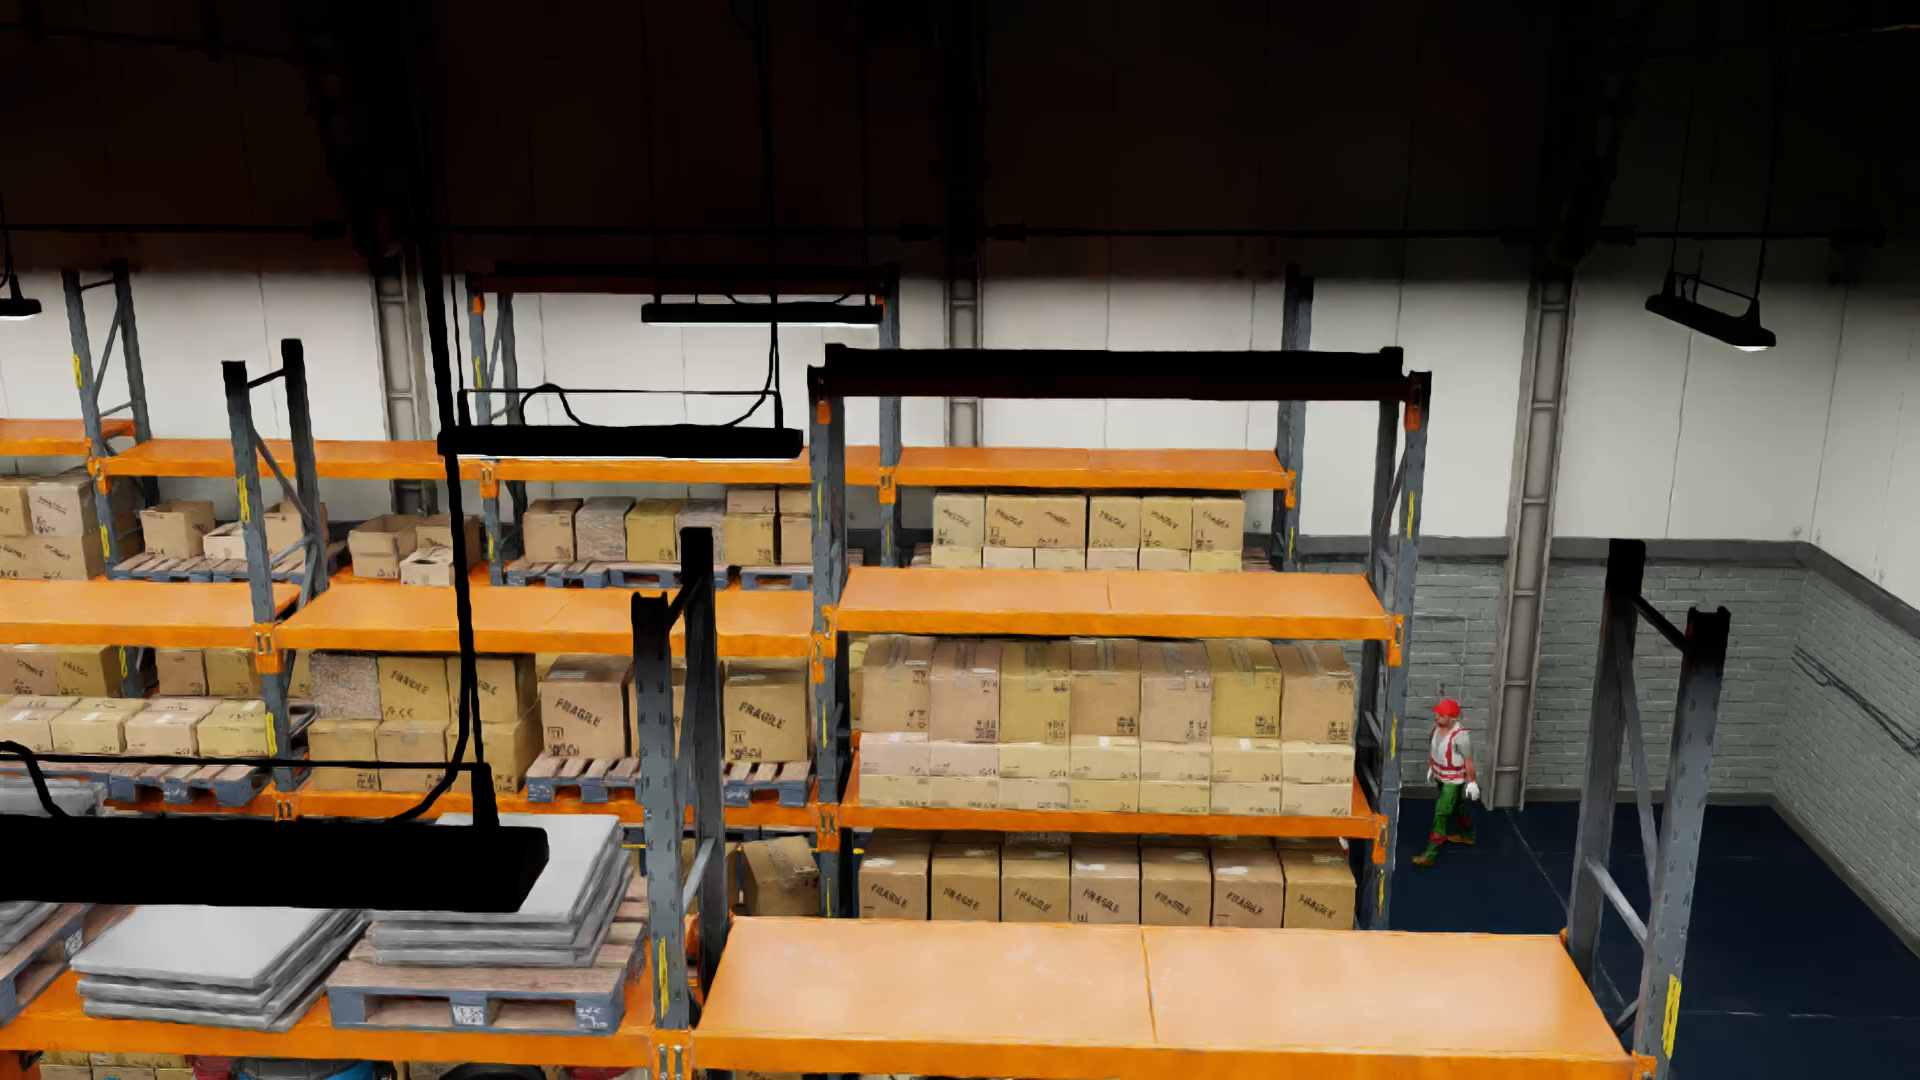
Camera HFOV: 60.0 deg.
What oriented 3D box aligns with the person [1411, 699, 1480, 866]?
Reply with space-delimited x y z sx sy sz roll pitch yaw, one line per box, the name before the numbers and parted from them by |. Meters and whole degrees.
person | 5.001 2.446 17.092 0.967 1.747 0.592 -6 17 -19
